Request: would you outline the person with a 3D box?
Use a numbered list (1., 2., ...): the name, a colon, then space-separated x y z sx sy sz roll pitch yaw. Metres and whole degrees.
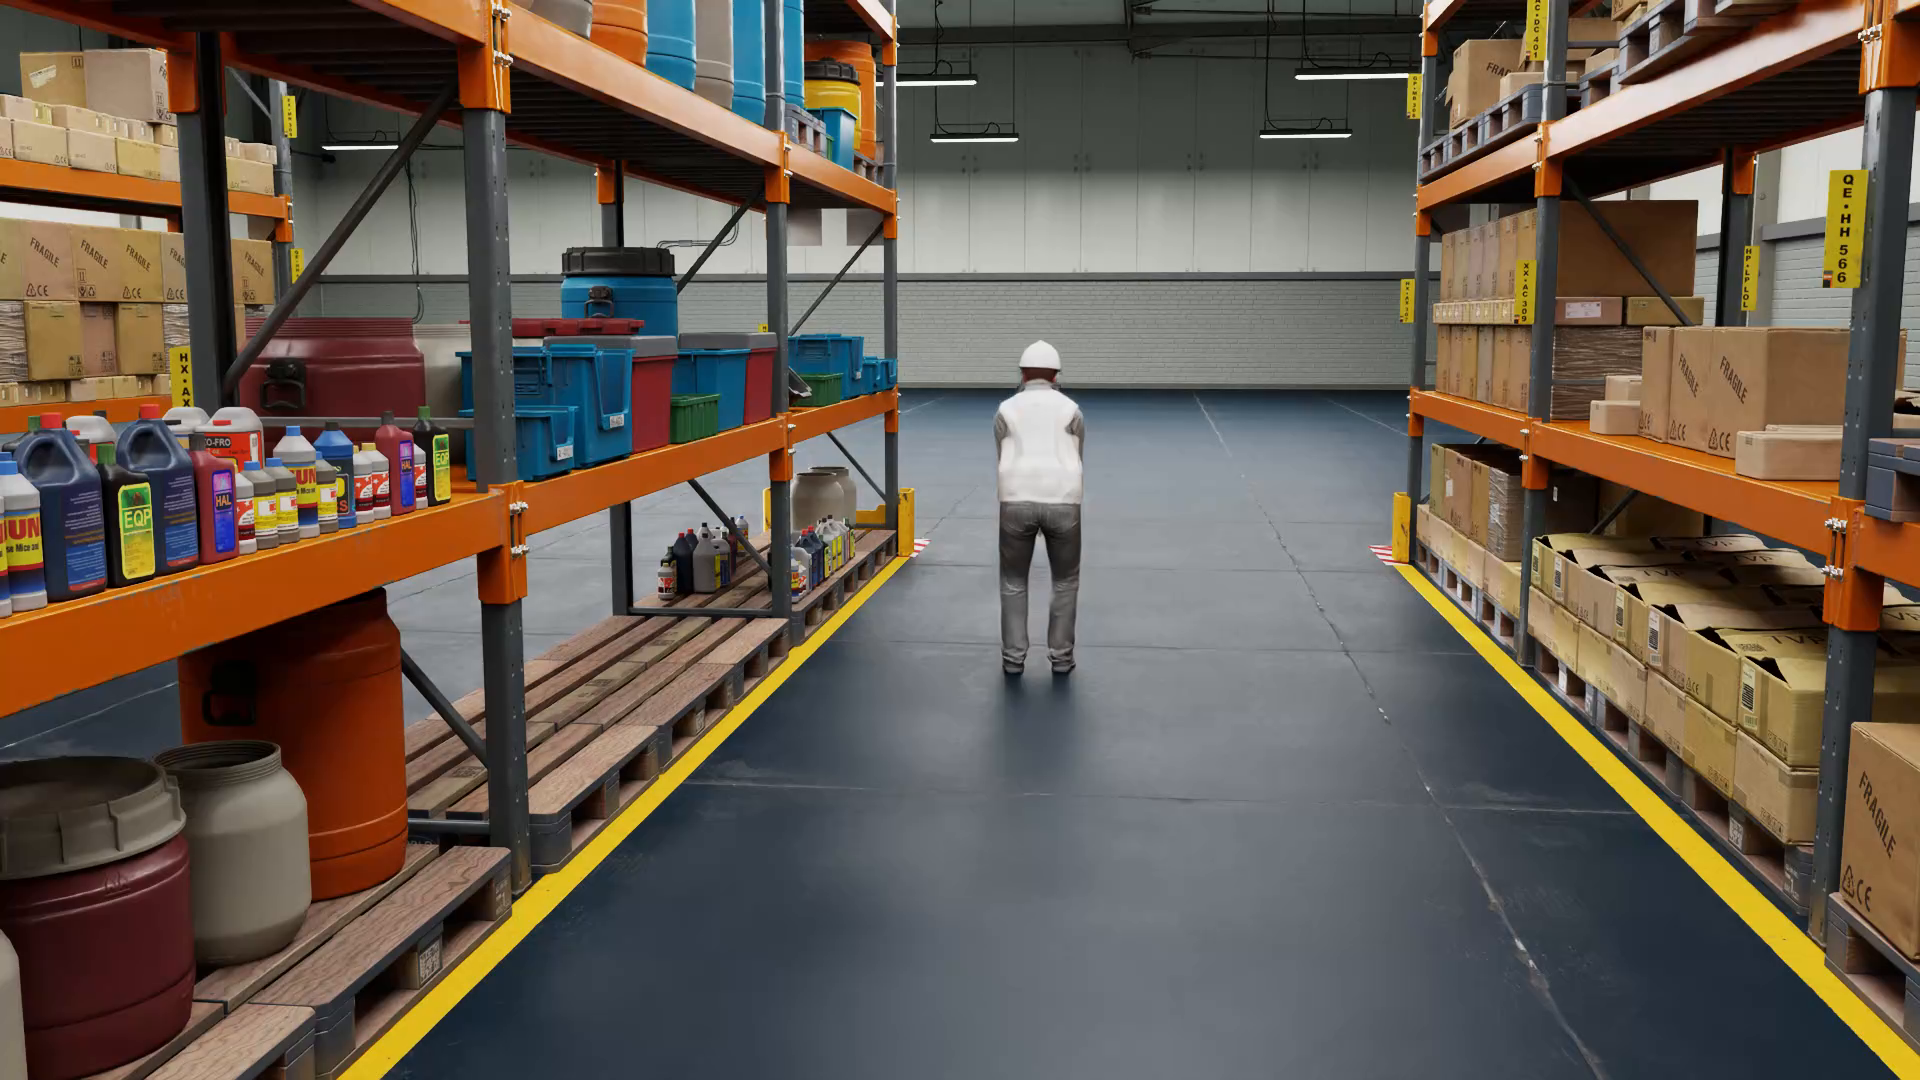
1. person: 0.405 -0.198 8.713 0.495 1.768 0.546 1 8 7
